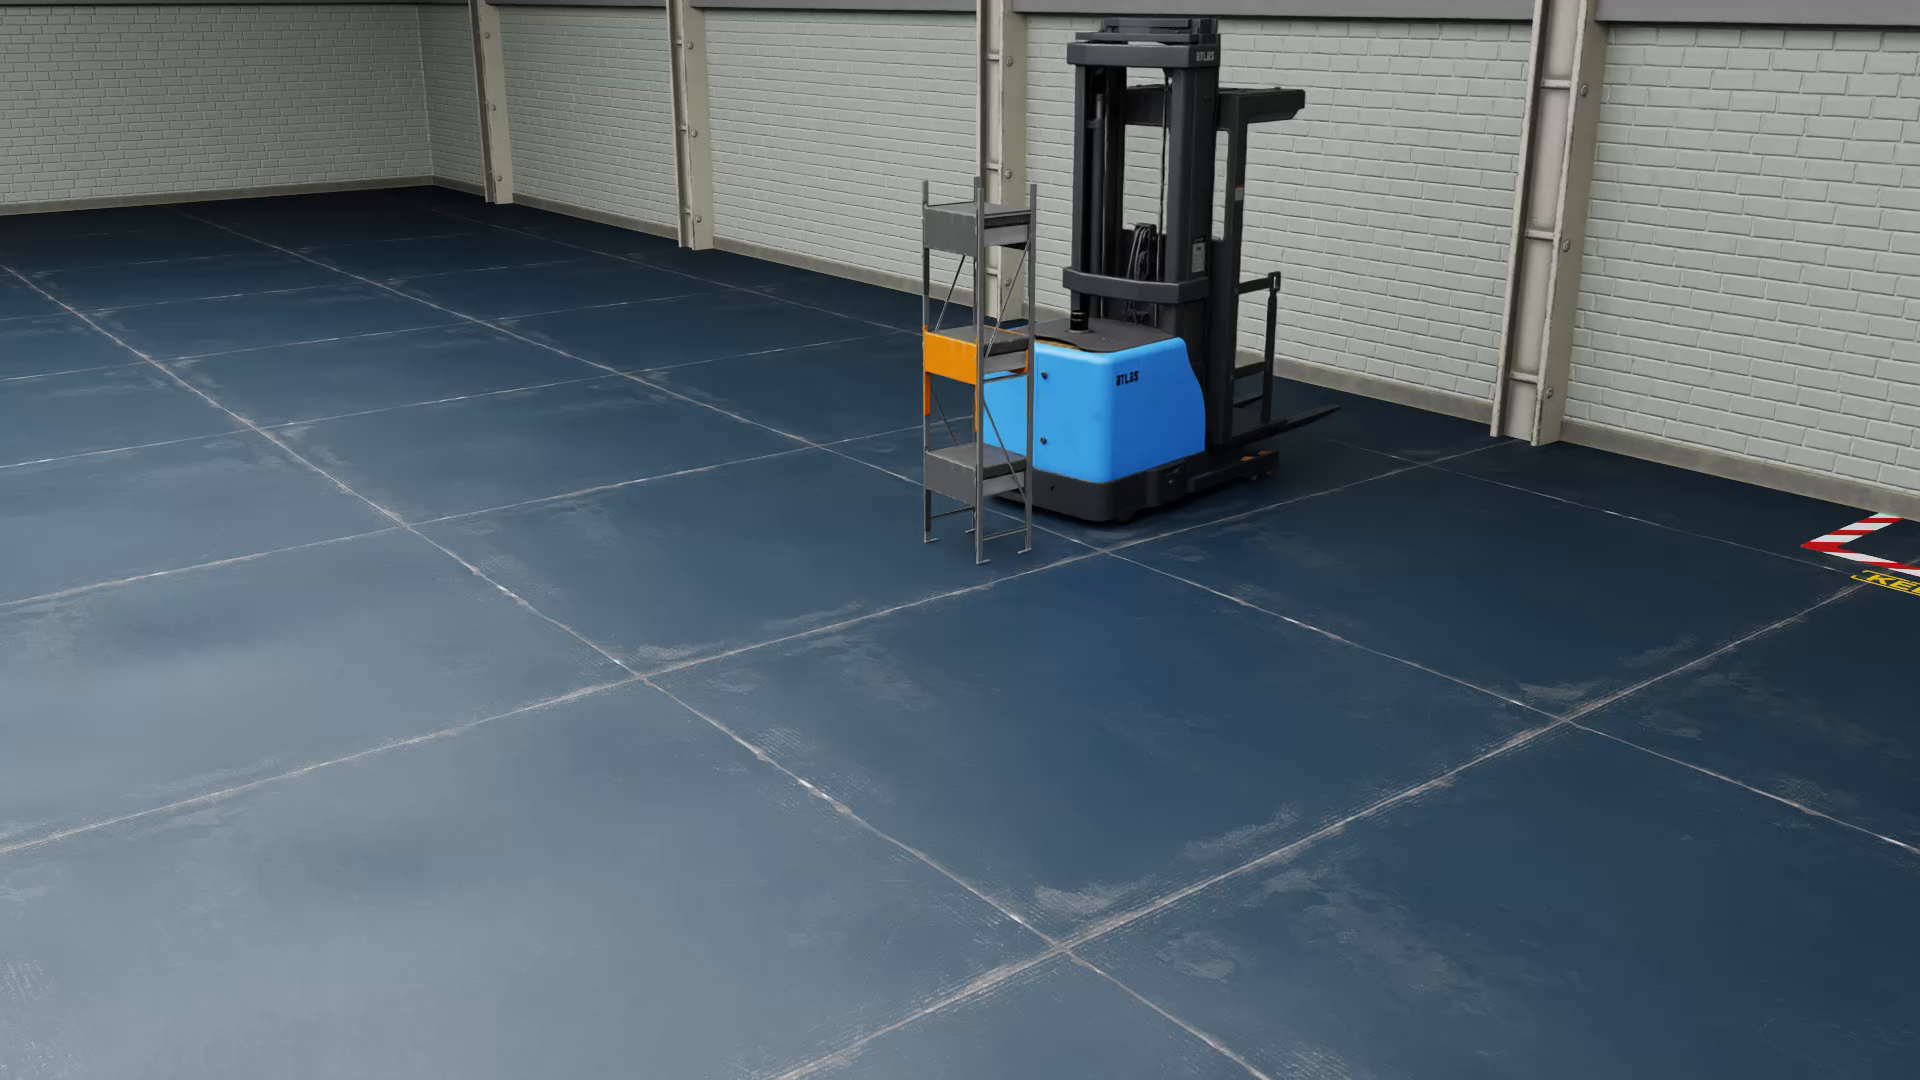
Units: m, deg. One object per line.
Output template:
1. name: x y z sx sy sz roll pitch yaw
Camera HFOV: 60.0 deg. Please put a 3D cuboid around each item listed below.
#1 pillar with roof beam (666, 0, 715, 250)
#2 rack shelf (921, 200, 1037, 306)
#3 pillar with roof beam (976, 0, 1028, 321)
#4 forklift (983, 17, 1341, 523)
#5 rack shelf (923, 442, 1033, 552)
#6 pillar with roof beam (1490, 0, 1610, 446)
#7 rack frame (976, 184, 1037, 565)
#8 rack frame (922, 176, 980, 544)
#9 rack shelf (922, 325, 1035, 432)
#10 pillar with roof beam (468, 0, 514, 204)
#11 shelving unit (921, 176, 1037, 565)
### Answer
1. pillar with roof beam: -6.703 -7.138 17.102 9.100 9.000 0.400 -14 23 -36
2. rack shelf: 0.103 -1.608 9.193 0.431 0.518 0.480 -14 23 -36
3. pillar with roof beam: -2.978 -5.659 12.637 9.100 9.000 0.400 -14 23 -36
4. forklift: 1.496 -1.879 10.875 1.130 2.935 3.031 16 24 41
5. rack shelf: 0.103 -0.279 9.634 0.431 0.518 0.480 -14 23 -36
6. pillar with roof beam: 0.747 -4.181 8.172 9.100 9.000 0.400 -14 23 -36
7. rack frame: 0.254 -0.896 9.228 0.400 2.100 0.015 -14 23 -36
8. rack frame: -0.049 -1.016 9.591 0.400 2.100 0.015 -14 23 -36
9. rack shelf: 0.103 -0.943 9.414 0.431 0.518 0.480 -14 23 -36
10. pillar with roof beam: -10.429 -8.616 21.567 9.100 9.000 0.400 -14 23 -36
11. shelving unit: 0.103 -0.956 9.409 0.431 2.100 0.503 -14 23 -36
